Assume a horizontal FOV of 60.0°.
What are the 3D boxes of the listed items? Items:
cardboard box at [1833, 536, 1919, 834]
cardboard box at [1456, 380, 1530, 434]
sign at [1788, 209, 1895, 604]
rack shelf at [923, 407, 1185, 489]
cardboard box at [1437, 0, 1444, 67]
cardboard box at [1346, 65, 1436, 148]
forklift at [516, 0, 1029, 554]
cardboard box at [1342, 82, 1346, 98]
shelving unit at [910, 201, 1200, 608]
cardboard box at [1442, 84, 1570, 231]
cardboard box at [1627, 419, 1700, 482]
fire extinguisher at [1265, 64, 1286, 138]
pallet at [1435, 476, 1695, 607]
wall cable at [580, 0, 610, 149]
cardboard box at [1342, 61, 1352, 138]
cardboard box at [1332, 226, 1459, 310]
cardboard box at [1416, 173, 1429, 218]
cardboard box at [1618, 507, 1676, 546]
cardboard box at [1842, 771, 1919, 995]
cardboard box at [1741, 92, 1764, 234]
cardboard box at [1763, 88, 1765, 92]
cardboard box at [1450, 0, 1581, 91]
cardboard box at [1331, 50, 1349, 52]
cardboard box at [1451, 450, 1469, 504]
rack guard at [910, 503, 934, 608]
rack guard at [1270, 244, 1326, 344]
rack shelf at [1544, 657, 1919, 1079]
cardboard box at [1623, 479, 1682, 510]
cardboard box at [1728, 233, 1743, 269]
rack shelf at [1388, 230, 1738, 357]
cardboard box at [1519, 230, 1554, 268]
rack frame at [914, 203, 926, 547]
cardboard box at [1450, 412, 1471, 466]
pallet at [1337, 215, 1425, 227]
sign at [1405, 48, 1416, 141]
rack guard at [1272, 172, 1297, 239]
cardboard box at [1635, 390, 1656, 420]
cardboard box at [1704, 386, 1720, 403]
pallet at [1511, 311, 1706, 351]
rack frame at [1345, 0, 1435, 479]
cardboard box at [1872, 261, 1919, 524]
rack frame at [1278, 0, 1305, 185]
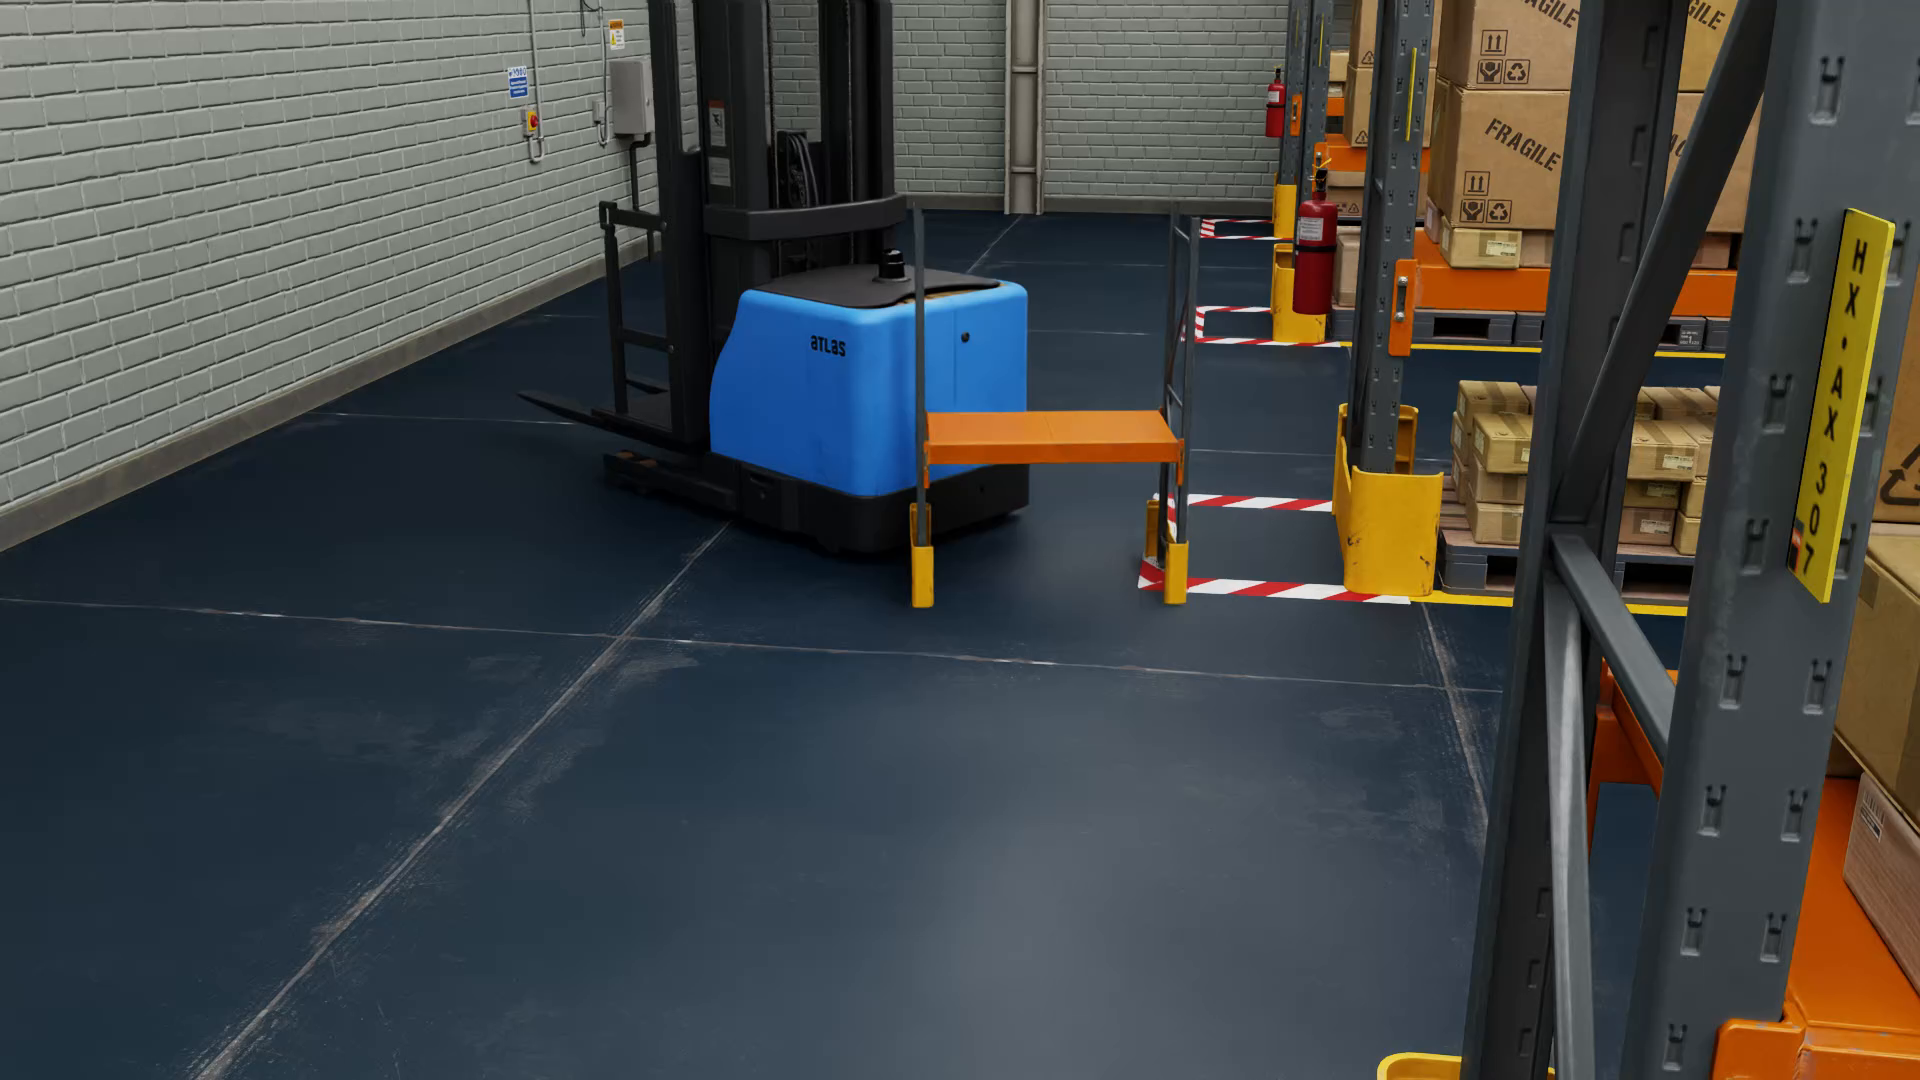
[{"bbox_3d":[1.278,0.200,1.747,0.500,0.250,0.500,2,19,7],"label":"cardboard box"},{"bbox_3d":[2.296,-0.570,7.173,0.250,0.149,0.380,3,19,9],"label":"cardboard box"},{"bbox_3d":[0.753,-0.114,1.427,0.005,0.325,0.100,3,19,9],"label":"sign"},{"bbox_3d":[0.351,-0.373,6.621,1.000,0.185,0.538,-1,19,-2],"label":"rack shelf"},{"bbox_3d":[3.359,-3.328,10.790,0.500,0.500,0.500,2,19,7],"label":"cardboard box"},{"bbox_3d":[2.847,-2.877,11.017,0.500,0.500,0.500,3,19,8],"label":"cardboard box"},{"bbox_3d":[-1.088,-1.711,7.798,3.031,2.935,1.130,17,25,42],"label":"forklift"},{"bbox_3d":[3.742,-4.279,15.761,0.250,0.149,0.380,3,19,10],"label":"cardboard box"},{"bbox_3d":[0.342,-0.543,6.563,1.083,1.500,0.587,-1,19,-2],"label":"shelving unit"},{"bbox_3d":[2.133,-1.467,6.335,0.500,0.500,0.500,4,19,11],"label":"cardboard box"},{"bbox_3d":[2.717,-0.356,6.532,0.250,0.149,0.380,3,19,9],"label":"cardboard box"},{"bbox_3d":[2.984,-4.148,15.683,0.183,0.674,0.296,3,19,9],"label":"fire extinguisher"},{"bbox_3d":[2.605,-0.010,7.000,1.213,0.211,1.003,3,19,9],"label":"pallet"},{"bbox_3d":[-2.939,-4.147,13.369,0.122,1.984,0.588,3,19,9],"label":"wall cable"},{"bbox_3d":[2.937,-3.050,11.533,0.500,0.500,0.500,3,19,9],"label":"cardboard box"},{"bbox_3d":[3.086,-1.926,11.708,0.875,0.438,0.875,2,19,7],"label":"cardboard box"},{"bbox_3d":[4.629,-3.397,16.007,0.500,0.500,0.700,4,19,11],"label":"cardboard box"},{"bbox_3d":[2.718,-0.111,6.738,0.250,0.149,0.380,3,19,9],"label":"cardboard box"},{"bbox_3d":[1.145,0.401,1.773,0.250,0.149,0.380,3,19,9],"label":"cardboard box"},{"bbox_3d":[3.147,-1.420,6.193,0.500,0.500,0.500,3,19,9],"label":"cardboard box"},{"bbox_3d":[3.144,-1.888,6.017,0.500,0.500,0.500,2,19,7],"label":"cardboard box"},{"bbox_3d":[2.135,-1.945,6.186,0.500,0.500,0.500,3,19,8],"label":"cardboard box"},{"bbox_3d":[3.699,-4.629,16.178,0.500,0.250,0.500,3,19,10],"label":"cardboard box"},{"bbox_3d":[2.286,-0.274,7.226,0.250,0.149,0.380,3,19,10],"label":"cardboard box"},{"bbox_3d":[-0.156,0.055,6.744,0.087,0.250,0.587,-1,19,-2],"label":"rack guard"},{"bbox_3d":[2.395,-1.760,11.774,0.348,0.500,1.175,3,19,9],"label":"rack guard"},{"bbox_3d":[2.822,0.603,1.909,4.000,0.370,1.077,3,19,9],"label":"rack shelf"},{"bbox_3d":[2.727,-0.253,6.695,0.250,0.149,0.380,3,19,9],"label":"cardboard box"},{"bbox_3d":[3.058,-1.128,6.344,0.250,0.149,0.380,3,19,8],"label":"cardboard box"},{"bbox_3d":[3.708,-0.946,6.537,4.000,0.370,1.077,3,19,9],"label":"rack shelf"},{"bbox_3d":[2.259,-1.150,6.409,0.250,0.149,0.380,4,19,11],"label":"cardboard box"},{"bbox_3d":[-0.157,-0.537,6.545,0.032,1.500,0.500,-1,19,-2],"label":"rack frame"},{"bbox_3d":[2.300,-0.439,7.250,0.250,0.149,0.380,2,19,7],"label":"cardboard box"},{"bbox_3d":[4.065,-3.133,16.334,1.213,0.211,1.003,3,19,9],"label":"pallet"},{"bbox_3d":[1.648,-1.629,6.079,0.005,0.325,0.100,3,19,9],"label":"sign"},{"bbox_3d":[3.277,-3.310,16.407,0.348,0.500,1.175,3,19,9],"label":"rack guard"},{"bbox_3d":[2.811,-0.566,7.162,0.250,0.149,0.380,3,19,7],"label":"cardboard box"},{"bbox_3d":[3.331,-0.537,7.075,0.250,0.149,0.380,4,19,11],"label":"cardboard box"},{"bbox_3d":[4.422,-1.544,11.584,1.213,0.211,1.003,3,19,9],"label":"pallet"},{"bbox_3d":[1.733,-1.388,6.724,0.127,3.000,1.000,3,19,9],"label":"rack frame"},{"bbox_3d":[1.370,-0.323,2.126,0.500,0.500,0.500,3,19,9],"label":"cardboard box"},{"bbox_3d":[3.202,-4.499,16.022,0.127,3.000,1.000,3,19,9],"label":"rack frame"}]
